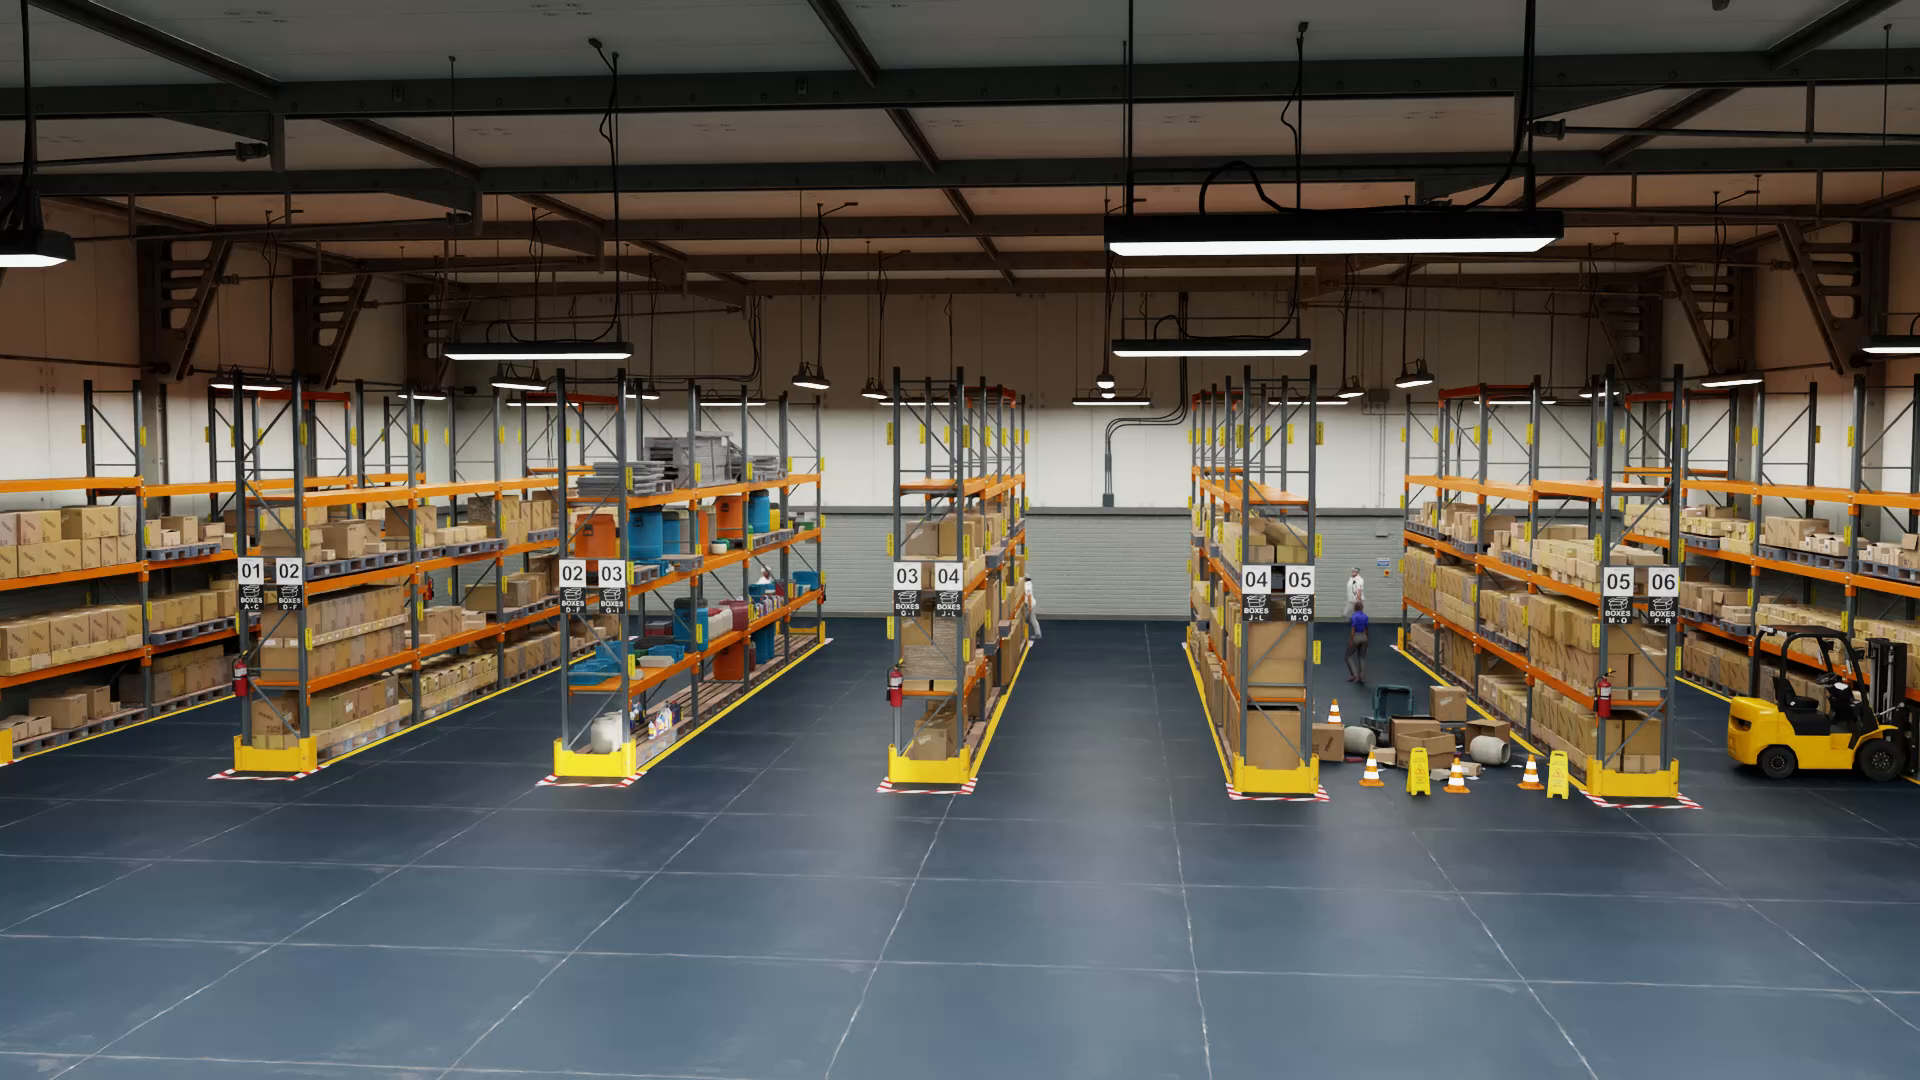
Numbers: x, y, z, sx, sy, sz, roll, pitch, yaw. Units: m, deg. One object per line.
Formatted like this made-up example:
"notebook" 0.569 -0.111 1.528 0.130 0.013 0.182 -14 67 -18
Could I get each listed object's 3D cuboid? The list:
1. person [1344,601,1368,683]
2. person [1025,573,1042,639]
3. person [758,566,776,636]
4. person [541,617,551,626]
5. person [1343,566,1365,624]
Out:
"person" 8.108 2.075 33.899 0.495 1.670 0.396 -2 4 -25
"person" 1.612 1.624 41.054 0.817 1.632 0.504 1 4 10
"person" -4.918 1.524 41.720 0.740 1.752 0.546 0 4 2
"person" -10.972 1.393 43.976 0.855 1.746 0.543 4 5 45
"person" 9.869 1.542 41.637 0.457 1.809 0.555 -1 4 -13
